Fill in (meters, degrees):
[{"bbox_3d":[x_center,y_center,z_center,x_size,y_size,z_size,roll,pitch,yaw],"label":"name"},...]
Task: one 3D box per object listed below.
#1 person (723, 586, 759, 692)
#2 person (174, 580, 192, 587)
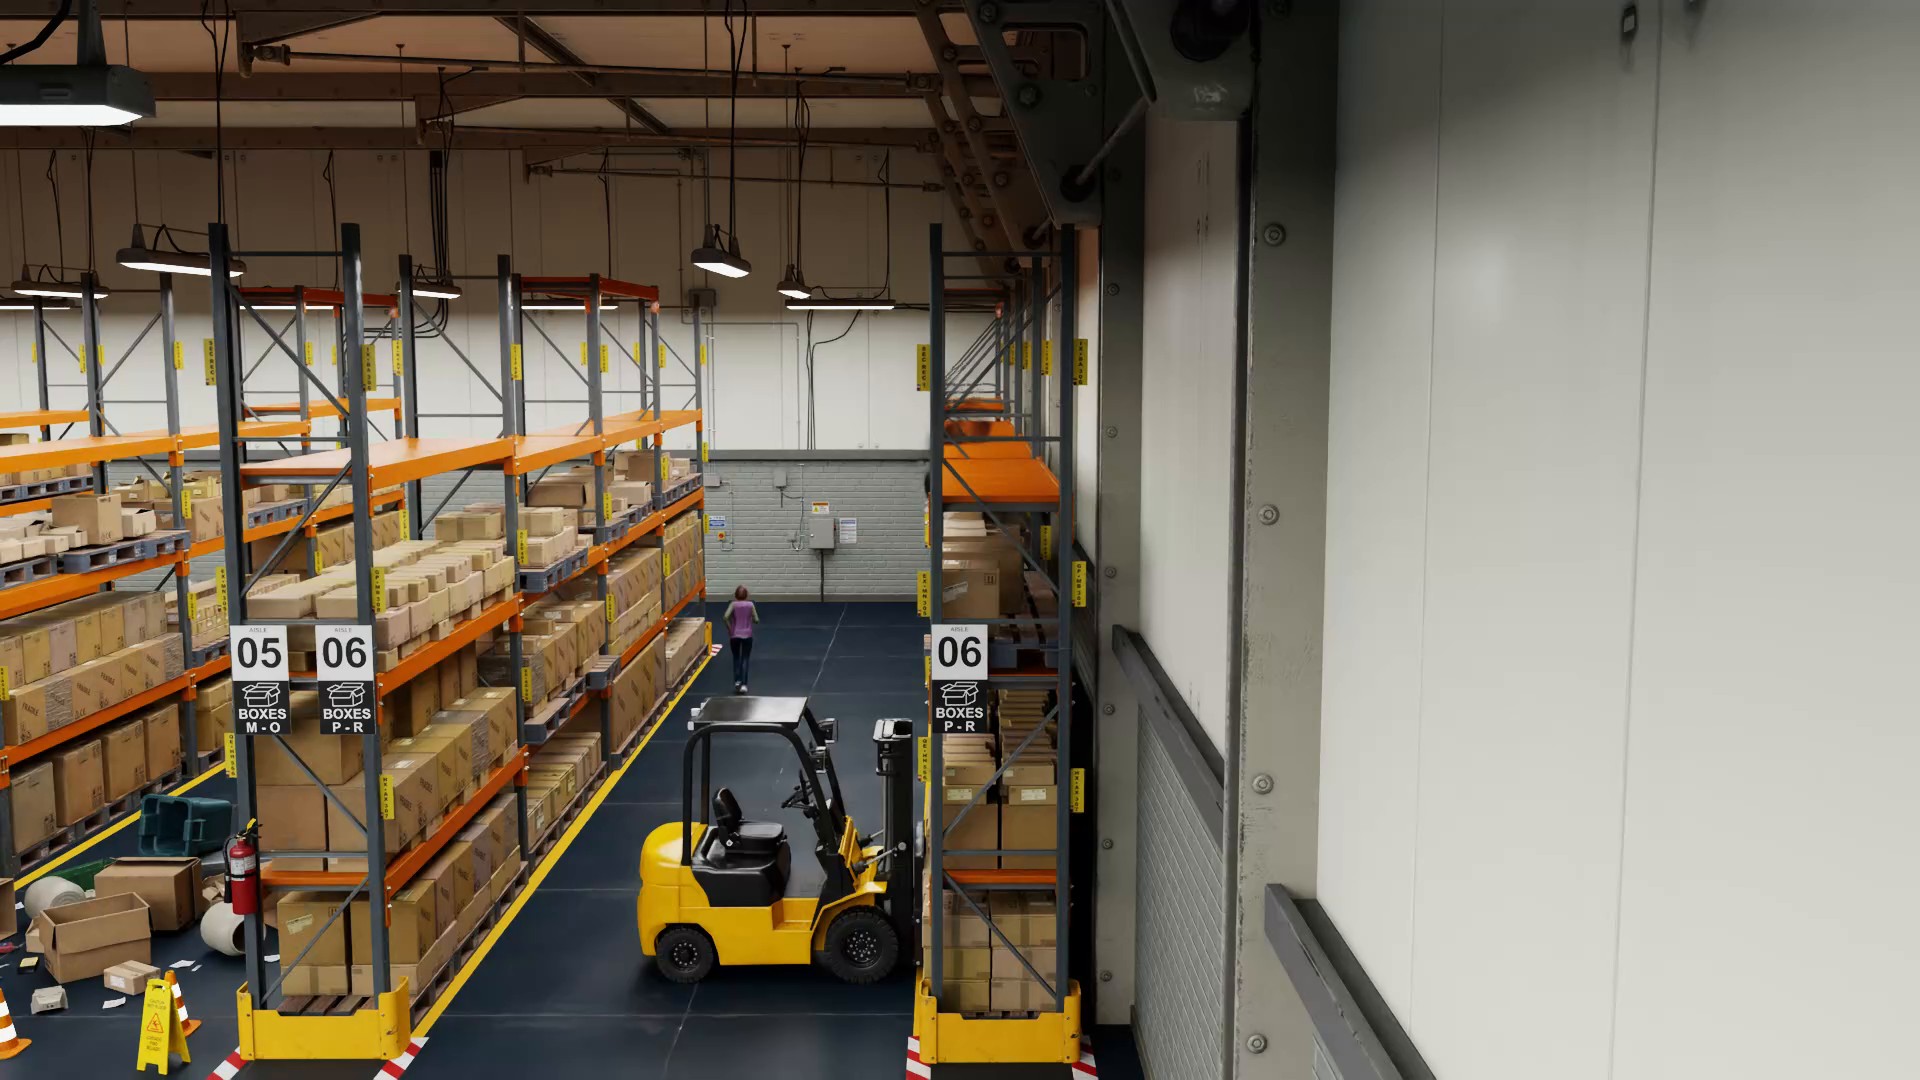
[{"bbox_3d":[-3.246,1.490,24.712,0.522,1.636,0.700,-1,7,-5],"label":"person"},{"bbox_3d":[-11.422,1.427,24.672,0.726,1.714,0.743,1,7,8],"label":"person"}]
